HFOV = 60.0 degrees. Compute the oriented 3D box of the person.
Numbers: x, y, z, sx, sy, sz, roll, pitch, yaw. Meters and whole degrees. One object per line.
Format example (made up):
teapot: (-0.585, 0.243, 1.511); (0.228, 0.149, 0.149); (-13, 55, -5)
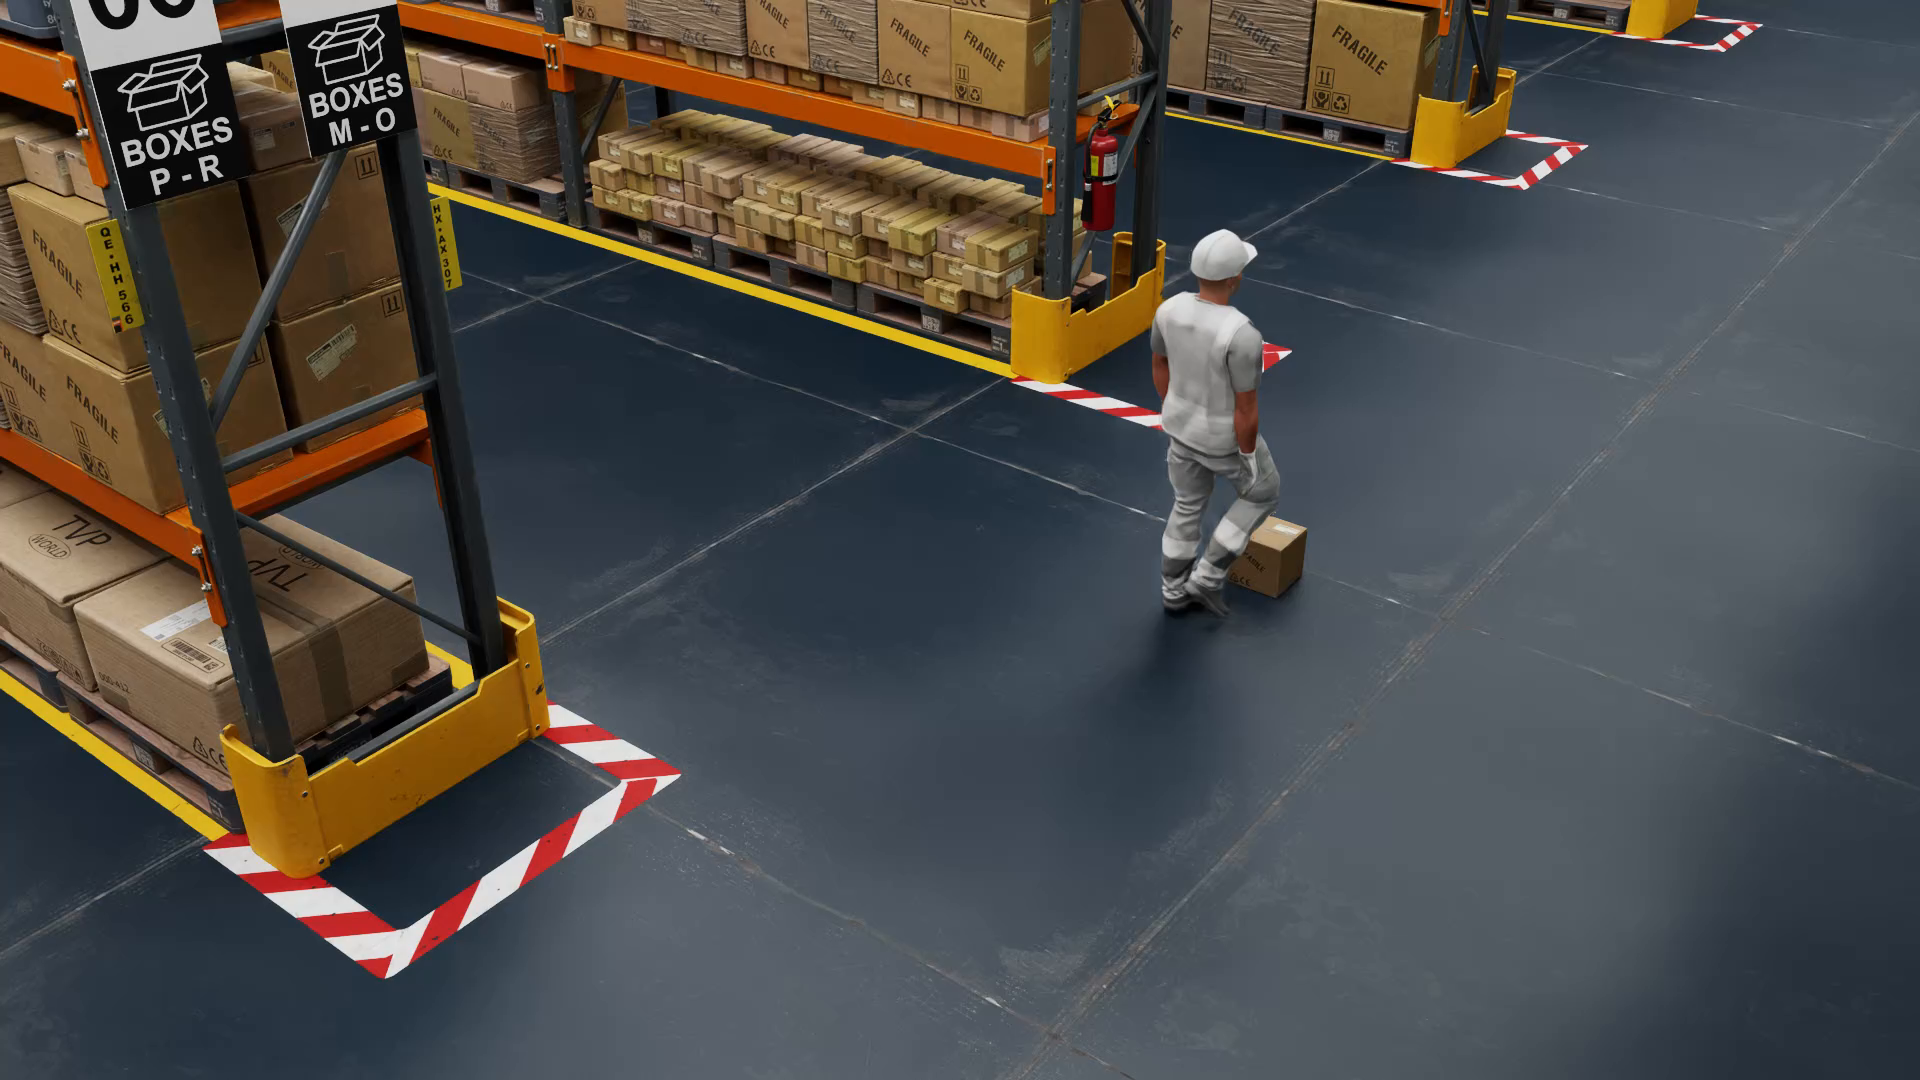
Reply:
person: (1.055, -0.452, 6.840); (0.504, 1.787, 0.584); (-25, 39, -36)
